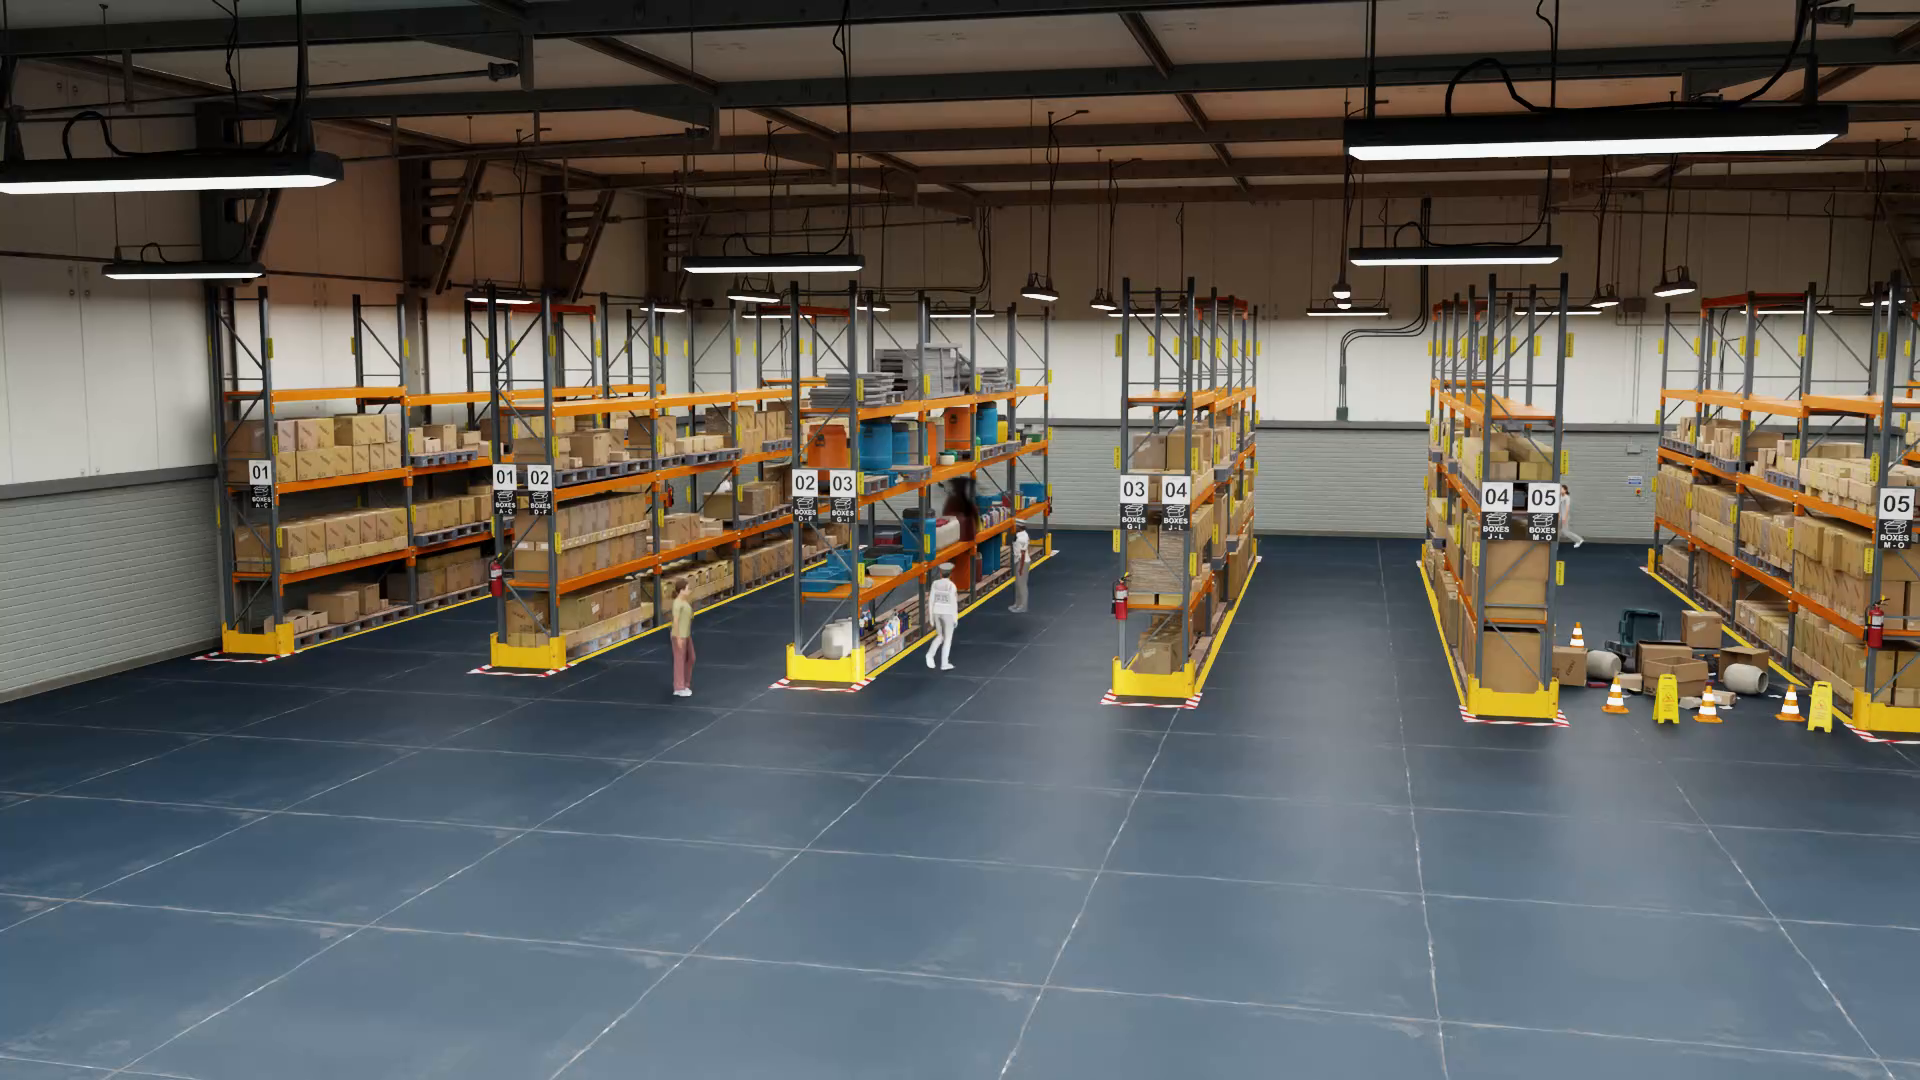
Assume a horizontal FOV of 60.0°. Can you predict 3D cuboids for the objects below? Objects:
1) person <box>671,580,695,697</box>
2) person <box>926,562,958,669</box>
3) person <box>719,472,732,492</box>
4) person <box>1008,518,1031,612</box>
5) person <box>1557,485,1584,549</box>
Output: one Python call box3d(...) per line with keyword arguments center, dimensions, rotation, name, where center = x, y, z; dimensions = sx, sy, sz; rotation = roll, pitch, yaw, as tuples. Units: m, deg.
box3d(center=(-4.027, 1.441, 24.094), dimensions=(0.326, 1.727, 0.541), rotation=(1, 7, 5), name="person")
box3d(center=(-0.271, 1.194, 25.842), dimensions=(0.491, 1.672, 0.494), rotation=(5, 8, 39), name="person")
box3d(center=(-6.189, -0.944, 44.074), dimensions=(0.783, 1.747, 0.625), rotation=(2, 7, 20), name="person")
box3d(center=(1.069, 0.443, 29.837), dimensions=(0.404, 1.680, 0.509), rotation=(0, 7, -2), name="person")
box3d(center=(15.048, -0.569, 41.350), dimensions=(0.885, 1.623, 0.488), rotation=(0, 7, 3), name="person")
